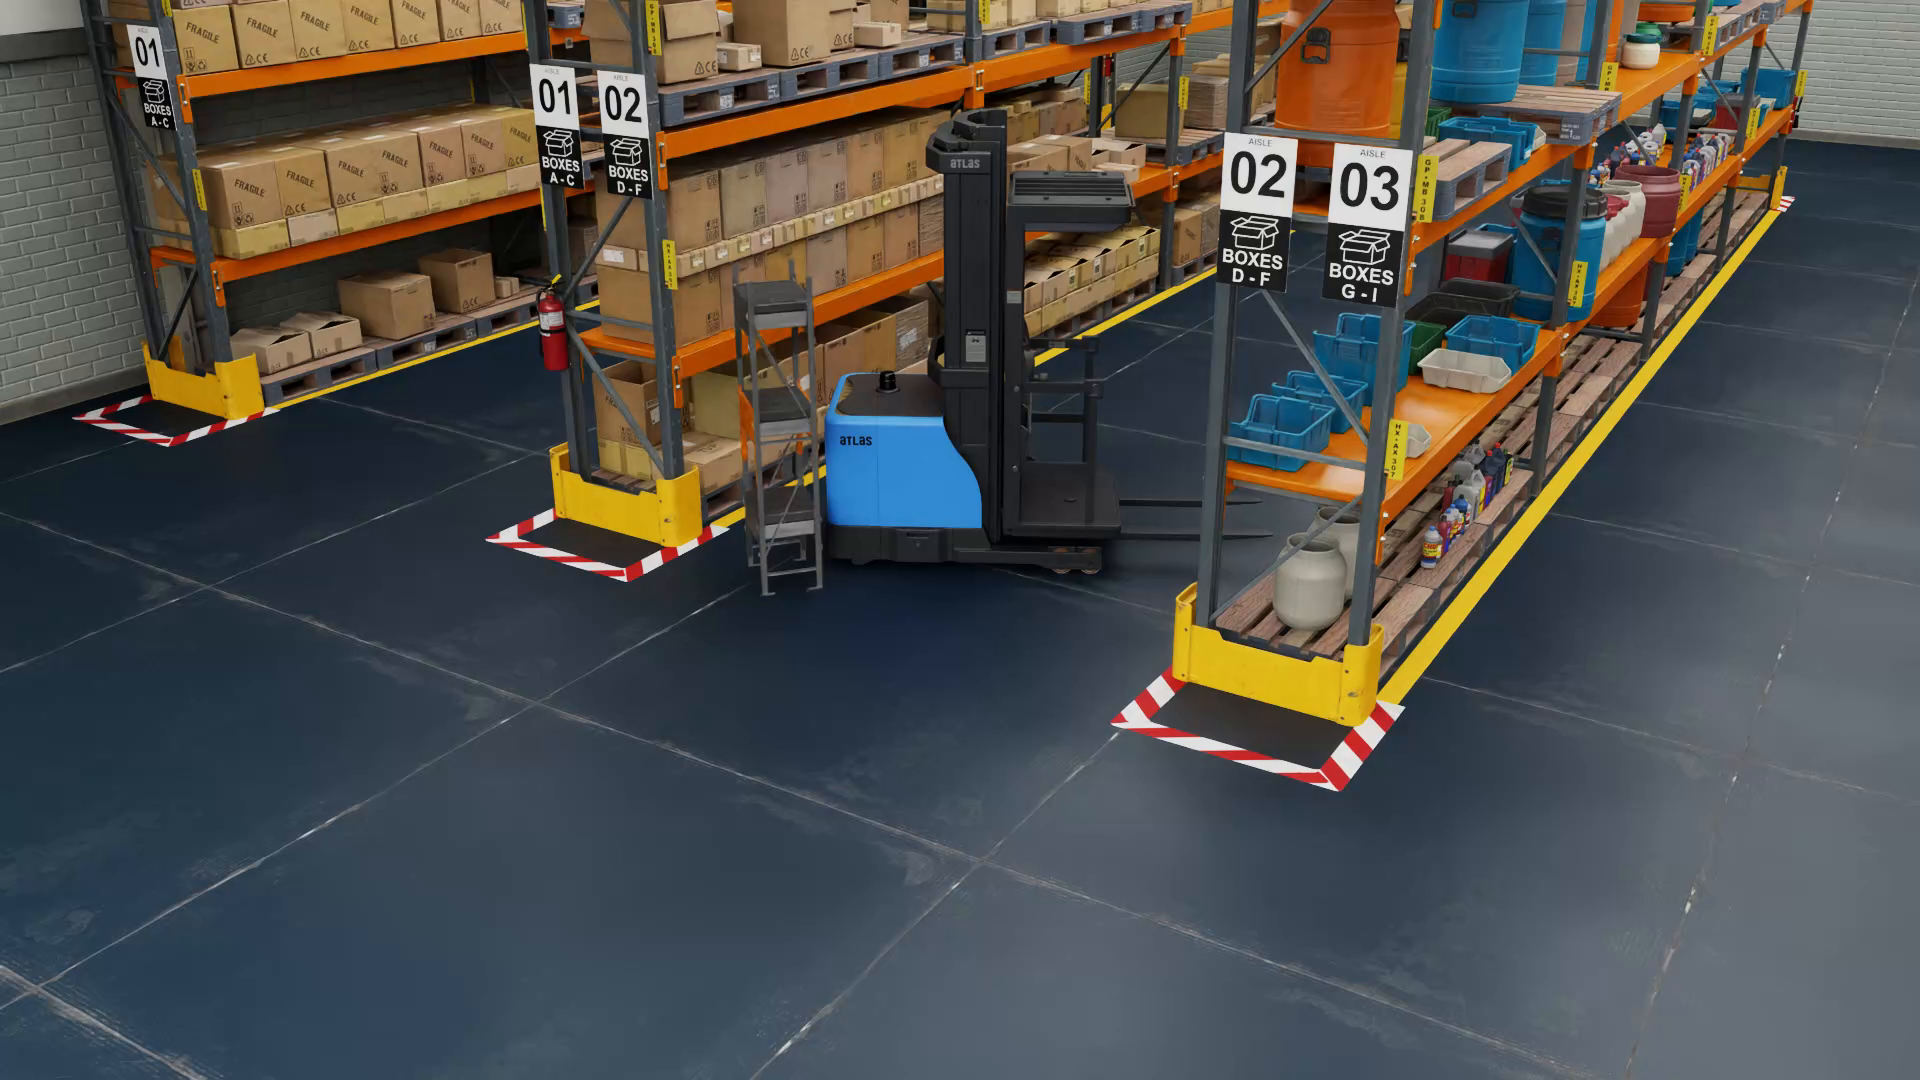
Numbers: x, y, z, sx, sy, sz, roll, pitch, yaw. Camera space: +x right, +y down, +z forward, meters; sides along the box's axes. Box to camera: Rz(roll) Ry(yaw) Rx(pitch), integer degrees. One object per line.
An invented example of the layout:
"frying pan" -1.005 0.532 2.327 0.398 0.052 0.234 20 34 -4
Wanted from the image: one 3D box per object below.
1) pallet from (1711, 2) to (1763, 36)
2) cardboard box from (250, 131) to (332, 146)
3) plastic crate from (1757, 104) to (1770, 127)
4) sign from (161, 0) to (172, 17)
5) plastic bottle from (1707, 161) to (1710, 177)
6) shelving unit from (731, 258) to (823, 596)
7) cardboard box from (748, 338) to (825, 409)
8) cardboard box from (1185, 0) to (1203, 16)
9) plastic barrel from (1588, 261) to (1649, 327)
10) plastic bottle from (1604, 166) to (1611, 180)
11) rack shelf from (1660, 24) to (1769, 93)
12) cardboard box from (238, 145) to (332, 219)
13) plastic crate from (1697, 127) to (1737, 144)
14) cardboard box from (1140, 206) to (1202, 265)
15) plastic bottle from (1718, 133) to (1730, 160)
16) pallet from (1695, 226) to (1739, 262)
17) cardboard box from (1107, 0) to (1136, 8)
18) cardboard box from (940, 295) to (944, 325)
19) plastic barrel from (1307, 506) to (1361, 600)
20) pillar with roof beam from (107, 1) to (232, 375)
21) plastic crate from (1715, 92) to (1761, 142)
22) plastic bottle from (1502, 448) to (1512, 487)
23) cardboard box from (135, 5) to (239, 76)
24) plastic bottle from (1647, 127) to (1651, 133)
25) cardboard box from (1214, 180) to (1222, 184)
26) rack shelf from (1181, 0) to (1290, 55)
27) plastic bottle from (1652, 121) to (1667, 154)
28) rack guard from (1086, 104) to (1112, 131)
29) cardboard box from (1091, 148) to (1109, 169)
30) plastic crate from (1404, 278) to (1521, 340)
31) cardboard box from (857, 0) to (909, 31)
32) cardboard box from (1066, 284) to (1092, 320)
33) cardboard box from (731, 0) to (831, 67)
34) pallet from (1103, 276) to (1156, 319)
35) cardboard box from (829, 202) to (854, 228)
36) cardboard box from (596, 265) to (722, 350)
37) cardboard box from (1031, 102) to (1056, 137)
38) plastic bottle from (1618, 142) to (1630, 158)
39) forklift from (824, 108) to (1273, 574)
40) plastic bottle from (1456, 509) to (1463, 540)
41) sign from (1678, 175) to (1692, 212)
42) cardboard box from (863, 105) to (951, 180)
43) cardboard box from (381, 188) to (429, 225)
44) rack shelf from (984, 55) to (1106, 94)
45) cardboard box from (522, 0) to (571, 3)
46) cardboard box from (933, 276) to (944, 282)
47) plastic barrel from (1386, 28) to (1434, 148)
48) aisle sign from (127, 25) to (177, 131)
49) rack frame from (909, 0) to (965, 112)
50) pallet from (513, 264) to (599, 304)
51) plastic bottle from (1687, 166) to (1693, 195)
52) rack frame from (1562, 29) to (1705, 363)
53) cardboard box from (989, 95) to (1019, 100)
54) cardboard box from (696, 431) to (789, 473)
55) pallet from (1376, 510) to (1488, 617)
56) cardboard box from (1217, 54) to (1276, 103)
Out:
"pallet" 7.226 -5.135 16.298 1.003 0.211 1.213 14 27 29
"cardboard box" -5.983 -3.371 14.981 0.500 0.500 0.500 13 27 28
"plastic crate" 9.397 -5.067 19.815 0.416 0.233 0.300 14 27 29
"sign" -6.133 -4.204 12.809 0.100 0.325 0.005 14 27 29
"plastic bottle" 7.651 -3.838 17.090 0.097 0.201 0.097 0 23 0
"shelving unit" -1.176 -0.716 10.758 0.431 2.100 0.503 -7 24 -16
"cardboard box" -1.397 -1.253 12.857 0.500 0.500 0.500 14 27 29
"cardboard box" 2.038 -5.780 17.423 0.910 0.500 0.500 14 27 29
"plastic barrel" 6.286 -2.529 16.019 0.600 0.830 0.708 14 27 29
"plastic bottle" 6.451 -3.641 16.636 0.097 0.201 0.097 0 23 0
"rack shelf" 7.097 -4.885 16.388 1.077 0.370 4.000 14 27 29
"cardboard box" -5.818 -3.087 14.325 0.500 0.500 0.500 14 27 29
"plastic crate" 8.519 -4.547 18.735 0.396 0.136 0.243 14 27 29
"cardboard box" 2.319 -3.351 18.308 0.500 0.500 0.500 15 28 31
"plastic bottle" 8.219 -4.256 17.961 0.152 0.276 0.135 14 27 29
"pallet" 8.507 -3.490 19.547 1.003 0.211 1.213 14 27 29
"cardboard box" 1.383 -5.358 16.235 0.500 0.250 0.500 15 27 30
"cardboard box" 0.156 -2.128 15.117 0.500 0.311 0.500 14 27 29
"plastic barrel" 2.369 0.078 10.397 0.421 0.512 0.421 0 23 0
"pillar with roof beam" -3.303 -4.808 11.529 9.100 9.000 0.400 14 27 29
"plastic crate" 8.836 -4.819 18.951 0.402 0.464 0.583 14 27 29
"plastic bottle" 3.959 -0.537 12.081 0.061 0.283 0.133 15 28 32
"cardboard box" -6.206 -4.032 13.361 0.500 0.500 0.500 15 27 30
"plastic bottle" 7.526 -4.381 18.240 0.061 0.283 0.133 14 27 29
"cardboard box" 2.942 -4.146 20.144 0.500 0.500 0.500 14 27 30
"rack shelf" 2.891 -5.924 18.789 1.077 0.370 4.000 14 27 29
"plastic bottle" 7.670 -4.426 18.261 0.144 0.351 0.185 14 27 29
"rack guard" 1.858 -6.801 26.830 1.175 0.500 0.348 14 27 29
"cardboard box" 1.200 -3.901 17.097 0.500 0.311 0.500 14 27 28
"plastic crate" 3.548 -1.635 11.829 0.767 0.338 0.504 14 27 29
"cardboard box" -0.764 -4.417 13.572 0.500 0.500 0.500 16 28 33
"cardboard box" 0.960 -2.387 16.421 0.500 0.250 0.500 14 27 30
"cardboard box" -1.276 -3.685 11.881 0.500 0.500 0.500 14 27 29
"pallet" 1.369 -2.653 17.614 1.003 0.211 1.213 14 27 29
"cardboard box" -1.044 -2.541 12.902 0.380 0.149 0.250 15 28 31
"cardboard box" -2.127 -1.704 11.784 0.700 0.500 0.500 14 27 29
"cardboard box" 1.033 -6.389 25.351 0.700 0.500 0.500 13 27 27
"plastic bottle" 6.783 -3.905 17.057 0.144 0.351 0.185 14 27 29
"forklift" 0.622 -1.333 11.140 3.031 2.935 1.130 1 23 2
"plastic bottle" 3.329 -0.111 11.199 0.097 0.201 0.097 0 23 0
"sign" 6.513 -3.126 14.989 0.100 0.325 0.005 14 27 29
"cardboard box" -0.503 -3.343 13.938 0.700 0.500 0.500 14 27 29
"cardboard box" -5.263 -3.097 15.292 0.500 0.250 0.500 14 27 29
"rack shelf" 0.791 -6.935 24.899 1.077 0.370 4.000 14 27 29
"cardboard box" -4.128 -5.673 16.648 0.500 0.500 0.500 18 30 36
"cardboard box" -0.035 -2.415 15.779 0.500 0.311 0.500 15 27 30
"plastic barrel" 2.316 -2.530 9.278 0.600 0.588 0.600 0 23 0
"aisle sign" -6.377 -3.645 13.123 0.394 0.787 0.004 14 27 29
"rack frame" -0.264 -6.590 23.196 1.000 3.000 0.127 14 27 29
"pallet" -4.075 -2.873 18.121 1.003 0.211 1.213 14 27 29
"plastic bottle" 7.117 -3.528 16.286 0.097 0.271 0.097 0 23 0
"rack frame" 6.042 -3.164 15.282 1.000 3.000 0.127 14 27 29
"cardboard box" 0.656 -6.596 25.013 0.380 0.149 0.250 13 27 28
"cardboard box" -1.651 -0.738 12.610 0.500 0.250 0.500 14 27 29
"pallet" 2.900 0.098 11.259 1.003 0.211 1.213 14 27 29
"cardboard box" 3.506 -5.678 20.437 0.700 0.500 0.500 5 24 11
